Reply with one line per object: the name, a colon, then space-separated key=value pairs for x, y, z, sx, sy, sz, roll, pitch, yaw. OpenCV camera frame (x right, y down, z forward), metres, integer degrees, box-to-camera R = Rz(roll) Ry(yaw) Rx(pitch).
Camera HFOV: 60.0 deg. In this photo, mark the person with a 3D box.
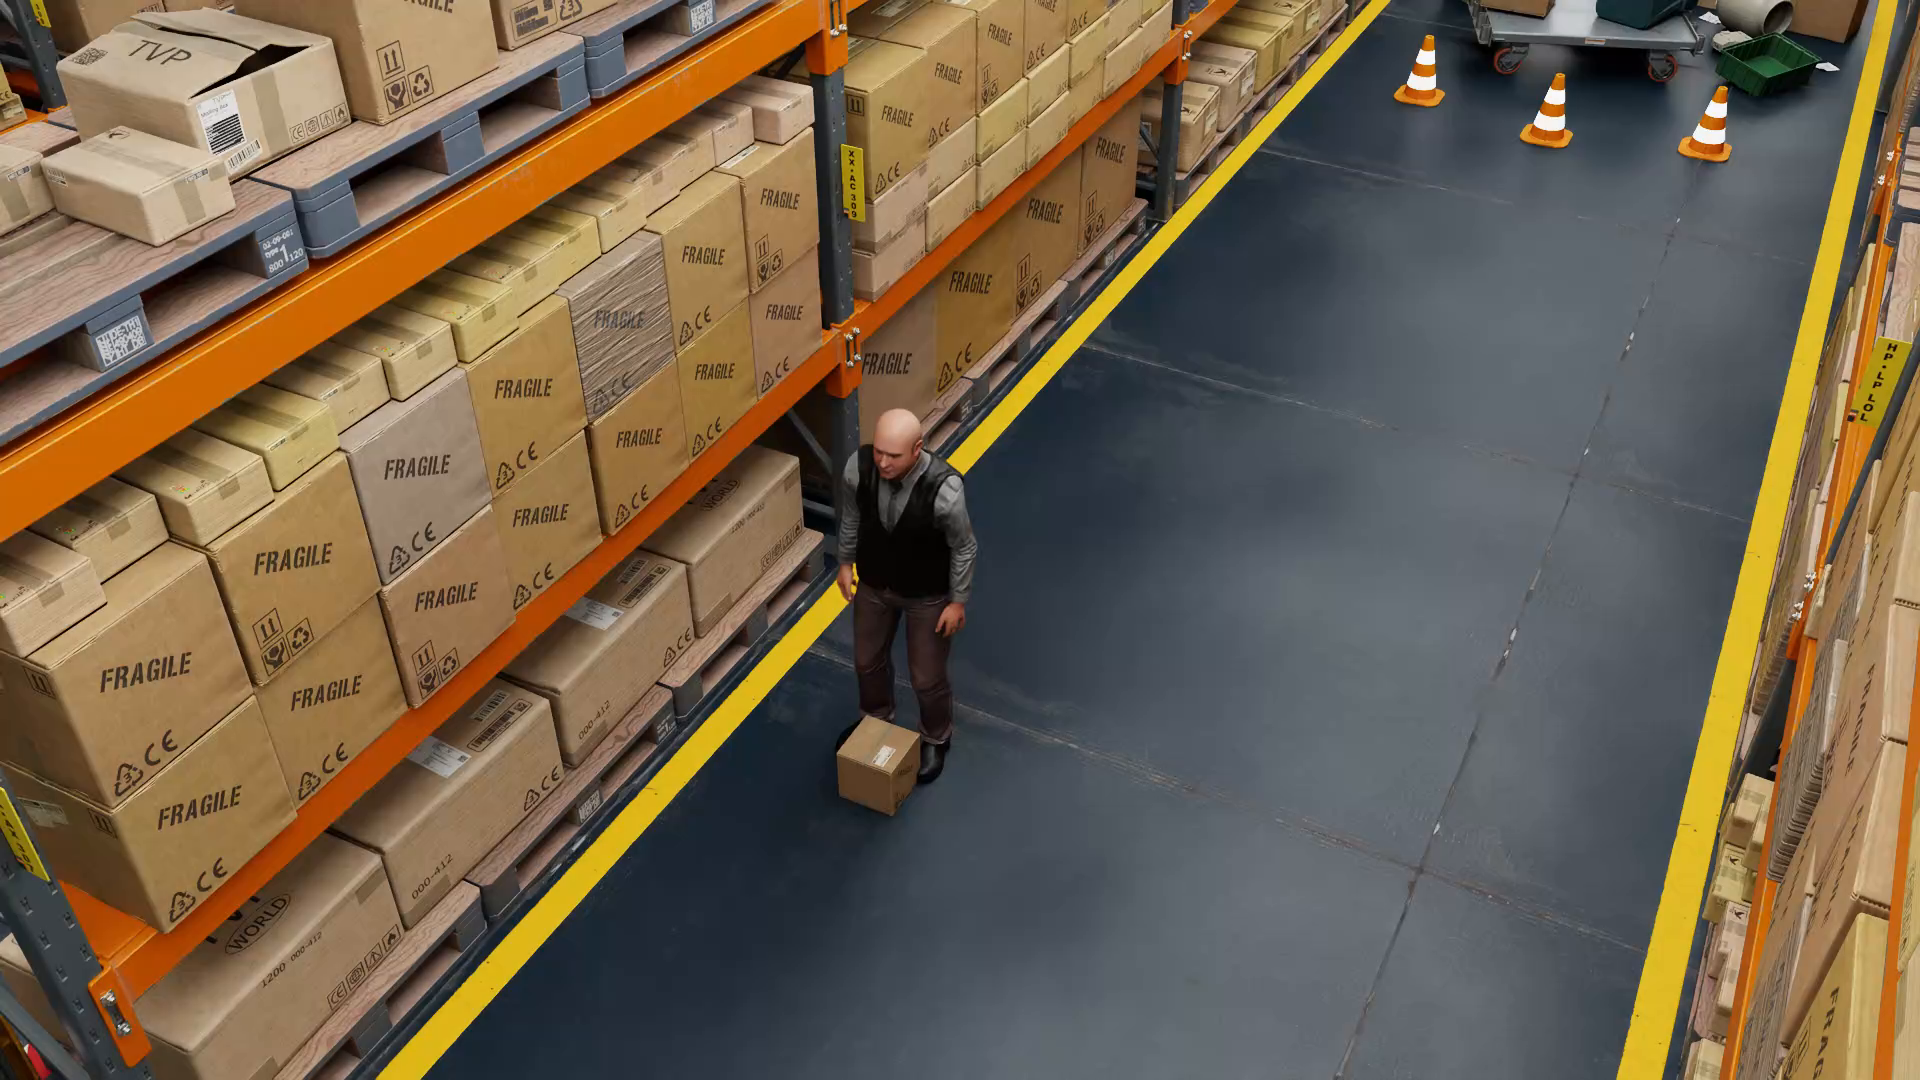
person: x=-0.209 y=0.179 z=6.538 sx=0.578 sy=1.720 sz=0.419 roll=17 pitch=41 yaw=21
